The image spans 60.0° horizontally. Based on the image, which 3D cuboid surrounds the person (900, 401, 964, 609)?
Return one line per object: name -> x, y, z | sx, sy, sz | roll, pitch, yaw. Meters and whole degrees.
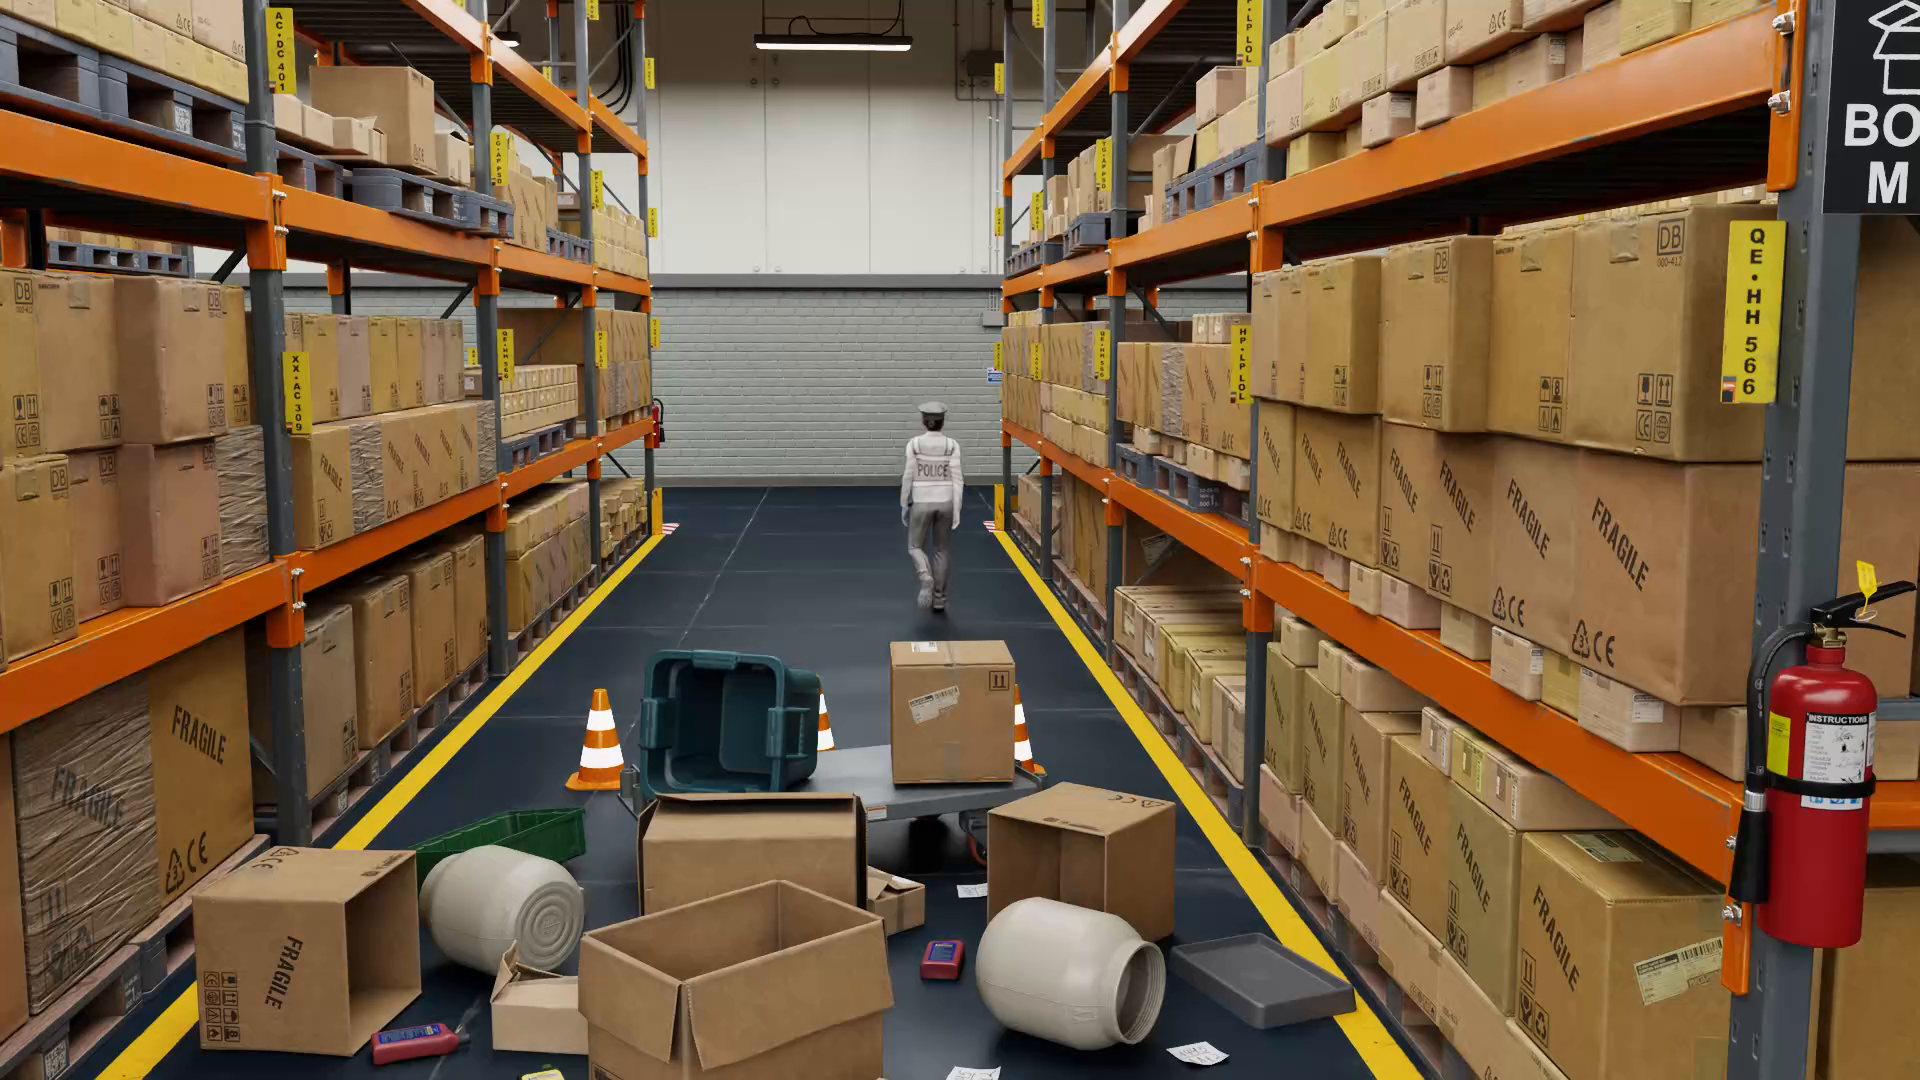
person -> -0.218, -0.261, 13.153 | 0.492, 1.660, 0.622 | -1, 7, -10
